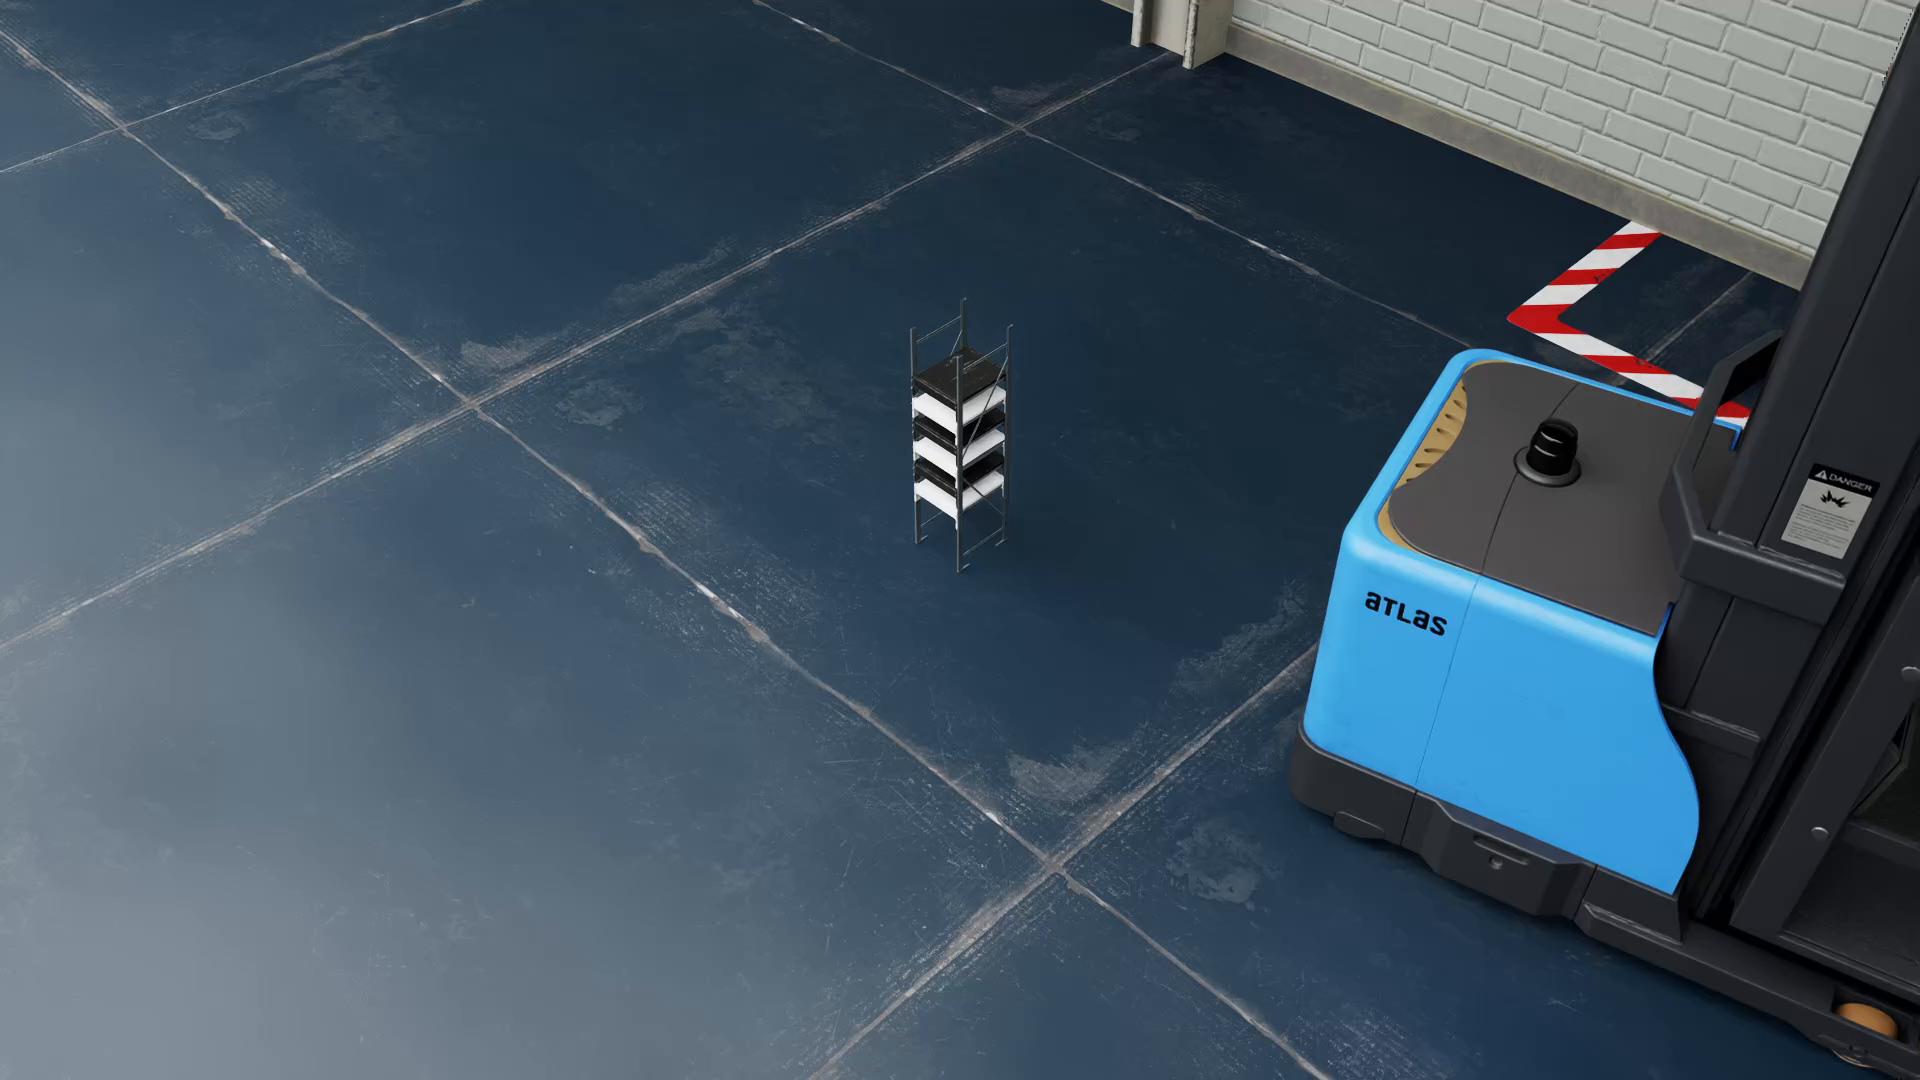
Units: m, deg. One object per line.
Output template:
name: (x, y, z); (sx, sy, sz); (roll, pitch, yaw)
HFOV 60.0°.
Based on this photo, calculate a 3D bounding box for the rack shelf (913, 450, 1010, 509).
rack shelf: (0.006, -0.236, 5.524); (0.258, 0.077, 0.200); (-34, 53, -31)

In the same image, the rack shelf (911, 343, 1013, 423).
rack shelf: (0.006, -0.500, 5.280); (0.258, 0.077, 0.200); (-34, 53, -31)

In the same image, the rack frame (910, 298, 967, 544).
rack frame: (-0.066, -0.375, 5.493); (0.240, 0.900, 0.006); (-34, 53, -31)

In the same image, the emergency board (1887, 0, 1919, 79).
emergency board: (3.644, -1.951, 5.651); (0.157, 1.169, 0.626); (-34, 53, -31)

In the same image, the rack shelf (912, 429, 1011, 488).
rack shelf: (0.006, -0.302, 5.463); (0.258, 0.077, 0.200); (-34, 53, -31)

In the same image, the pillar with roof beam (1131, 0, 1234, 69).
pillar with roof beam: (-1.929, -3.755, 3.183); (9.100, 9.000, 0.400); (-34, 53, -31)

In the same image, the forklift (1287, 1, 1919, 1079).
forklift: (2.491, -0.072, 3.669); (3.031, 2.935, 1.130); (22, 47, 22)

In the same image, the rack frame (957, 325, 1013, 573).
rack frame: (0.078, -0.278, 5.388); (0.240, 0.900, 0.006); (-34, 53, -31)

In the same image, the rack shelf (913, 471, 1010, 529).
rack shelf: (0.006, -0.170, 5.585); (0.258, 0.077, 0.200); (-34, 53, -31)

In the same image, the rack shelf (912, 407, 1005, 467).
rack shelf: (0.006, -0.368, 5.402); (0.258, 0.077, 0.200); (-34, 53, -31)

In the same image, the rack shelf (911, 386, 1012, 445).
rack shelf: (0.006, -0.434, 5.341); (0.258, 0.077, 0.200); (-34, 53, -31)

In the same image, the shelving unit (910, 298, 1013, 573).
shelving unit: (0.006, -0.327, 5.440); (0.258, 0.900, 0.210); (-34, 53, -31)
